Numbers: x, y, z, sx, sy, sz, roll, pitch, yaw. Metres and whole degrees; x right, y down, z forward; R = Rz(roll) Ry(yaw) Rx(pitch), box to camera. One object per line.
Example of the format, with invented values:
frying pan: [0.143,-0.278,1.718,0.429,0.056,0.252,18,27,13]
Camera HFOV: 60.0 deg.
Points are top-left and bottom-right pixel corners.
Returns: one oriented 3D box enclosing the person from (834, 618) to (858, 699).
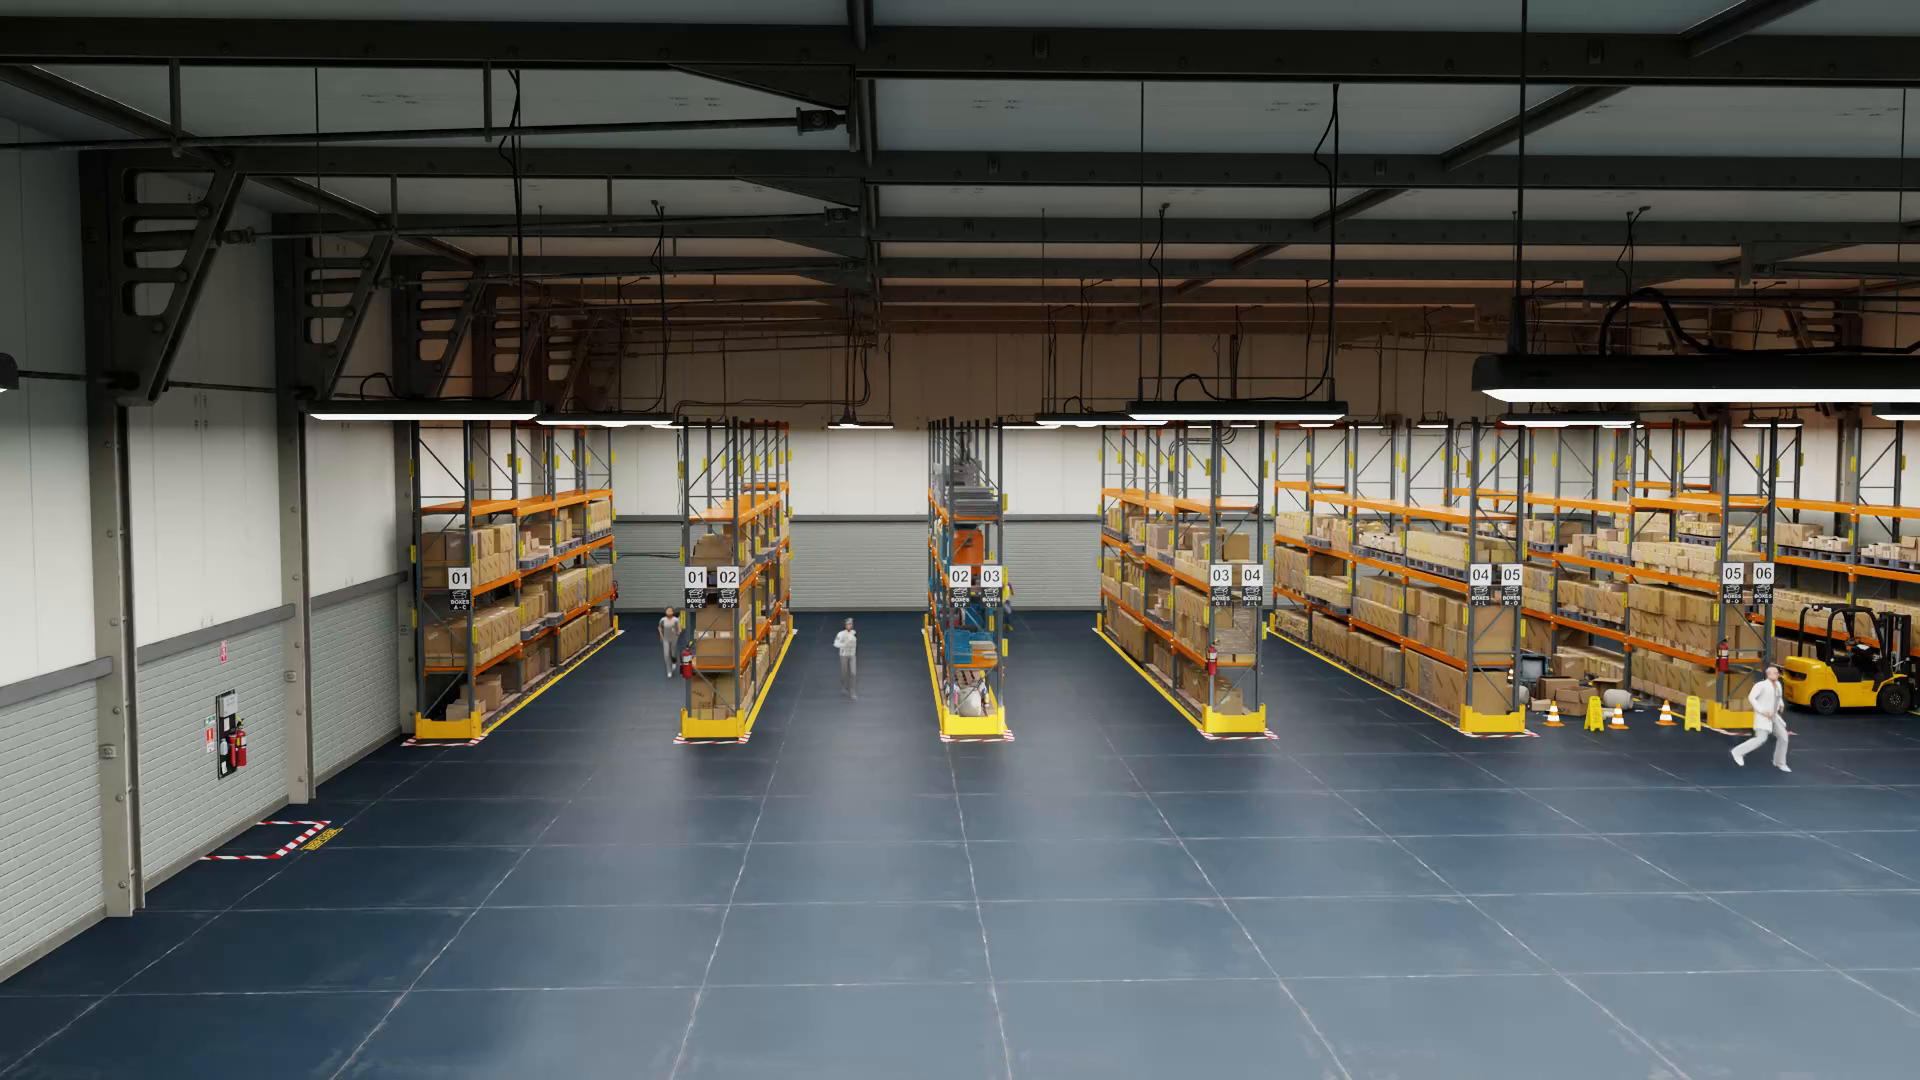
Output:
person: [-2.455,2.542,35.882,0.583,1.747,0.801,-2,4,-23]

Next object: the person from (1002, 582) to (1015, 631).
person: [1.233,1.776,47.670,0.771,1.730,0.656,-3,5,-37]

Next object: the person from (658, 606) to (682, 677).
person: [-6.814,2.363,39.104,0.548,1.643,0.815,0,4,-5]

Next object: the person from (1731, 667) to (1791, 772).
person: [13.661,3.132,28.218,0.921,1.585,0.791,-2,4,-31]

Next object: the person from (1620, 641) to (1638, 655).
person: [16.276,2.243,40.307,0.708,1.765,0.824,-1,4,-10]
